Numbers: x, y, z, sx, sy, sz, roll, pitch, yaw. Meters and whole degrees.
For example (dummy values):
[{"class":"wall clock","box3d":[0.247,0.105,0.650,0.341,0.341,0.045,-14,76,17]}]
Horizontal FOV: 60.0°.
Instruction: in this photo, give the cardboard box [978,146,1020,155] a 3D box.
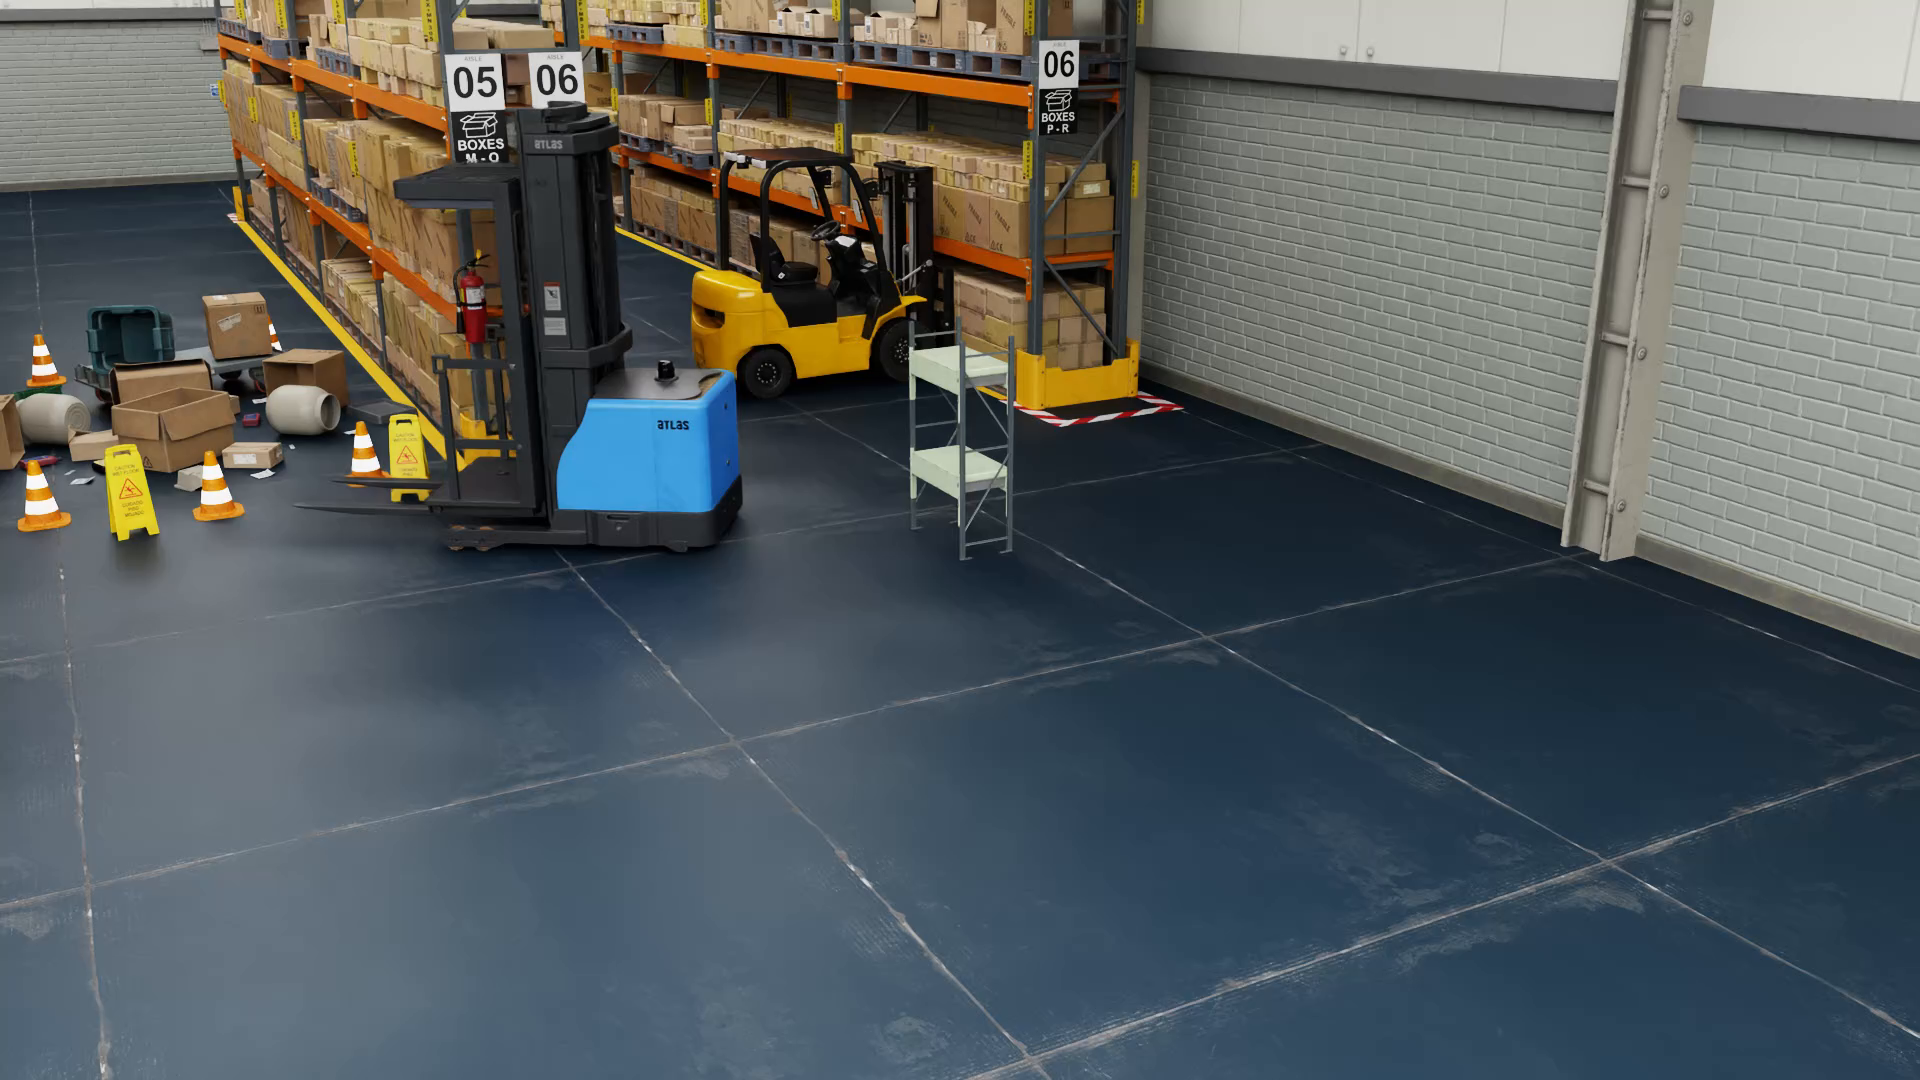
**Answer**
[{"class":"cardboard box","box3d":[0.398,-3.807,16.461,0.380,0.149,0.250,-10,21,-26]}]

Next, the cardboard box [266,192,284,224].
[{"class":"cardboard box","box3d":[-9.616,-4.850,24.373,0.875,0.438,0.875,-11,22,-28]}]

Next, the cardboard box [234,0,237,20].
[{"class":"cardboard box","box3d":[-10.061,-7.666,23.702,0.500,0.500,0.500,-10,21,-26]}]

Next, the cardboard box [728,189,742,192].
[{"class":"cardboard box","box3d":[-3.032,-4.784,23.091,0.380,0.149,0.250,-11,22,-29]}]

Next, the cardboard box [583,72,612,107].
[{"class":"cardboard box","box3d":[-5.828,-7.149,26.375,0.500,0.500,0.500,-9,21,-25]}]

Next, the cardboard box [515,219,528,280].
[{"class":"cardboard box","box3d":[-3.269,-2.331,13.179,0.500,0.500,0.500,-10,22,-27]}]

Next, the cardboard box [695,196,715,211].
[{"class":"cardboard box","box3d":[-3.335,-4.530,22.356,0.380,0.149,0.250,-11,22,-29]}]

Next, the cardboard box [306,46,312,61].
[{"class":"cardboard box","box3d":[-7.087,-5.443,18.594,0.380,0.149,0.250,-10,21,-27]}]

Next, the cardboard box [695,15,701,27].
[{"class":"cardboard box","box3d":[-3.207,-6.708,21.494,0.380,0.149,0.250,-11,22,-28]}]

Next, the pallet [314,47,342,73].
[{"class":"pallet","box3d":[-5.882,-4.933,17.018,1.213,0.211,1.003,-10,21,-27]}]

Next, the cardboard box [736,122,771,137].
[{"class":"cardboard box","box3d":[-2.556,-5.101,20.669,0.380,0.149,0.250,-9,21,-25]}]

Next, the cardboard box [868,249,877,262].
[{"class":"cardboard box","box3d":[-0.634,-2.918,17.528,0.500,0.250,0.500,-10,21,-27]}]

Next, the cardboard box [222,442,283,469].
[{"class":"cardboard box","box3d":[-5.688,-0.680,13.374,0.380,0.149,0.250,1,19,2]}]

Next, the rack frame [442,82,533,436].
[{"class":"rack frame","box3d":[-3.288,-1.964,12.726,1.000,3.000,0.127,-10,21,-27]}]

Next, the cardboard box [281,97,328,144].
[{"class":"cardboard box","box3d":[-7.814,-5.035,19.937,0.500,0.500,0.500,-10,21,-26]}]

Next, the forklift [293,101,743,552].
[{"class":"forklift","box3d":[-3.134,-1.480,11.426,3.031,2.935,1.130,2,19,5]}]

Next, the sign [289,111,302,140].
[{"class":"sign","box3d":[-7.574,-4.721,18.940,0.100,0.325,0.005,-10,21,-27]}]

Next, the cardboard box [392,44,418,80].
[{"class":"cardboard box","box3d":[-4.257,-3.850,13.365,0.500,0.250,0.500,-9,21,-25]}]

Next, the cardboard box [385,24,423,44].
[{"class":"cardboard box","box3d":[-4.466,-4.127,13.557,0.380,0.149,0.250,-9,21,-25]}]

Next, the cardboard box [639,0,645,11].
[{"class":"cardboard box","box3d":[-4.192,-7.352,22.872,0.380,0.149,0.250,-10,21,-26]}]

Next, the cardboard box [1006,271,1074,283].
[{"class":"cardboard box","box3d":[0.776,-2.416,16.073,0.500,0.250,0.500,-10,21,-27]}]

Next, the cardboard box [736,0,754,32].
[{"class":"cardboard box","box3d":[-2.263,-6.367,19.935,0.700,0.500,0.500,-10,22,-28]}]

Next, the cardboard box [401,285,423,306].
[{"class":"cardboard box","box3d":[-4.763,-2.192,14.813,0.380,0.149,0.250,-9,21,-24]}]

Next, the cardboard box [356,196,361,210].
[{"class":"cardboard box","box3d":[-5.785,-3.376,16.557,0.380,0.149,0.250,-11,22,-28]}]

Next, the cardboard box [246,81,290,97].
[{"class":"cardboard box","box3d":[-9.454,-6.022,22.798,0.500,0.500,0.500,-10,21,-27]}]

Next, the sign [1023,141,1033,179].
[{"class":"sign","box3d":[0.594,-3.314,14.497,0.100,0.325,0.005,-10,21,-27]}]

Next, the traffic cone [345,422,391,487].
[{"class":"traffic cone","box3d":[-4.628,-0.689,12.918,0.336,0.463,0.334,-10,21,-27]}]

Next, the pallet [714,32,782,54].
[{"class":"pallet","box3d":[-2.320,-6.179,20.629,1.213,0.211,1.003,-9,21,-24]}]

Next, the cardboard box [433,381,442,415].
[{"class":"cardboard box","box3d":[-4.148,-1.203,14.092,0.500,0.250,0.500,-10,21,-26]}]

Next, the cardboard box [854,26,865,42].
[{"class":"cardboard box","box3d":[-0.875,-5.252,17.242,0.380,0.149,0.250,-9,21,-26]}]

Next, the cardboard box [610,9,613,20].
[{"class":"cardboard box","box3d":[-4.828,-7.577,23.980,0.380,0.149,0.250,-10,21,-26]}]

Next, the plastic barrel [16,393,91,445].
[{"class":"plastic barrel","box3d":[-7.607,-1.011,13.912,0.512,0.421,0.421,4,19,11]}]

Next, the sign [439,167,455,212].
[{"class":"sign","box3d":[-3.786,-2.581,12.253,0.100,0.325,0.005,-10,21,-27]}]

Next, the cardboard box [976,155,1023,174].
[{"class":"cardboard box","box3d":[0.377,-3.519,15.627,0.380,0.149,0.250,-10,21,-26]}]

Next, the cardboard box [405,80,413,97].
[{"class":"cardboard box","box3d":[-4.287,-3.695,13.526,0.380,0.149,0.250,-11,22,-28]}]

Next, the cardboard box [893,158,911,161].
[{"class":"cardboard box","box3d":[-0.454,-3.802,16.903,0.380,0.149,0.250,-10,22,-27]}]

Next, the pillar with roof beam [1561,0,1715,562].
[{"class":"pillar with roof beam","box3d":[0.601,-3.520,8.038,9.100,9.000,0.400,-10,21,-27]}]

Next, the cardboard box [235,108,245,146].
[{"class":"cardboard box","box3d":[-10.420,-6.133,24.652,0.500,0.500,0.500,-10,21,-27]}]

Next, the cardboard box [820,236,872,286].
[{"class":"cardboard box","box3d":[-1.079,-3.107,19.032,0.875,0.625,0.625,-9,21,-24]}]

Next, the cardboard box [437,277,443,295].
[{"class":"cardboard box","box3d":[-3.975,-2.052,13.366,0.380,0.149,0.250,-10,22,-28]}]

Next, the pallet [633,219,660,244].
[{"class":"pallet","box3d":[-4.200,-4.633,24.735,1.003,0.211,1.213,-10,21,-27]}]

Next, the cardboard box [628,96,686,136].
[{"class":"cardboard box","box3d":[-4.341,-6.103,23.921,0.700,0.500,0.500,-10,21,-26]}]

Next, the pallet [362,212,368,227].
[{"class":"pallet","box3d":[-5.423,-3.264,16.786,1.003,0.211,1.213,-10,21,-27]}]

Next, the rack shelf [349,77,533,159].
[{"class":"rack shelf","box3d":[-4.238,-3.616,14.018,1.077,0.370,4.000,-10,21,-27]}]

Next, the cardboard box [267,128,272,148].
[{"class":"cardboard box","box3d":[-8.754,-5.259,21.738,0.500,0.250,0.500,-10,21,-26]}]

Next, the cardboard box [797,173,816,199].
[{"class":"cardboard box","box3d":[-1.534,-4.059,19.027,0.500,0.250,0.500,-10,21,-27]}]

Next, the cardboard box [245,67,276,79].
[{"class":"cardboard box","box3d":[-9.839,-6.577,23.411,0.380,0.149,0.250,-10,21,-27]}]

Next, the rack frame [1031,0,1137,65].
[{"class":"rack frame","box3d":[1.078,-5.570,13.978,1.000,3.000,0.127,-10,21,-27]}]

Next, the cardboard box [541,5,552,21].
[{"class":"cardboard box","box3d":[-6.549,-8.645,27.262,0.500,0.250,0.500,-10,22,-27]}]

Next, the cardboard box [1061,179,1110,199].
[{"class":"cardboard box","box3d":[1.146,-3.226,15.233,0.380,0.149,0.250,-11,22,-28]}]

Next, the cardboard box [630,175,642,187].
[{"class":"cardboard box","box3d":[-4.684,-5.358,24.756,0.380,0.149,0.250,-9,21,-24]}]

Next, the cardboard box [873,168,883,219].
[{"class":"cardboard box","box3d":[-0.578,-3.615,17.356,0.500,0.500,0.500,-10,21,-26]}]

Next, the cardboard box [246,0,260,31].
[{"class":"cardboard box","box3d":[-8.823,-6.775,21.271,0.500,0.500,0.500,-10,22,-28]}]

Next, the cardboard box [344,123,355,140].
[{"class":"cardboard box","box3d":[-5.944,-4.099,16.664,0.380,0.149,0.250,-11,22,-28]}]

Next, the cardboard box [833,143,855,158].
[{"class":"cardboard box","box3d":[-1.179,-4.300,18.347,0.380,0.149,0.250,-9,21,-25]}]

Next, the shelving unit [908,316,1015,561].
[{"class":"shelving unit","box3d":[0.003,-0.707,11.381,0.431,1.500,0.755,-10,21,-27]}]
